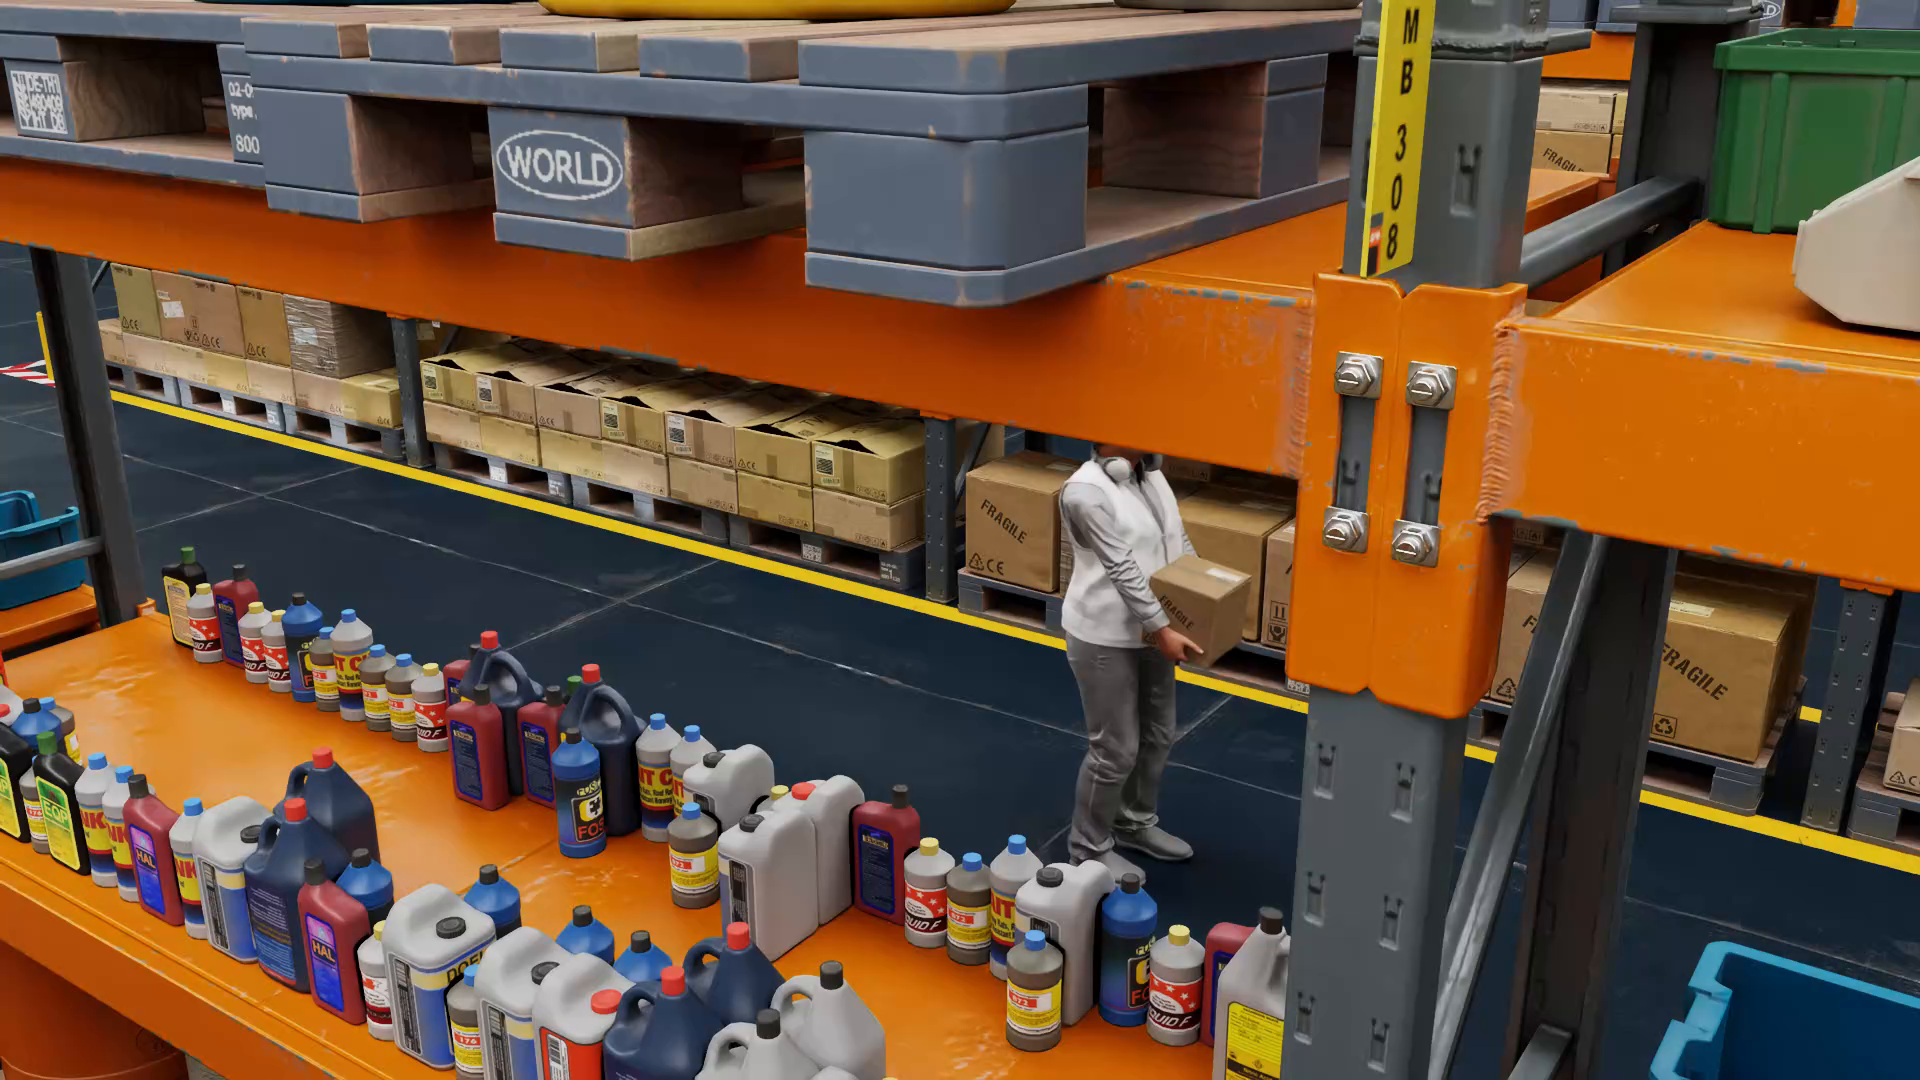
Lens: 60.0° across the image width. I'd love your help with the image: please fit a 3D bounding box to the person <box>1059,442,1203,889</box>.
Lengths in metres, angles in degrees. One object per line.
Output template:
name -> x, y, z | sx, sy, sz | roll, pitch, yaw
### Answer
person -> 0.640, 0.319, 5.653 | 0.563, 1.762, 0.494 | 13, 24, 33
